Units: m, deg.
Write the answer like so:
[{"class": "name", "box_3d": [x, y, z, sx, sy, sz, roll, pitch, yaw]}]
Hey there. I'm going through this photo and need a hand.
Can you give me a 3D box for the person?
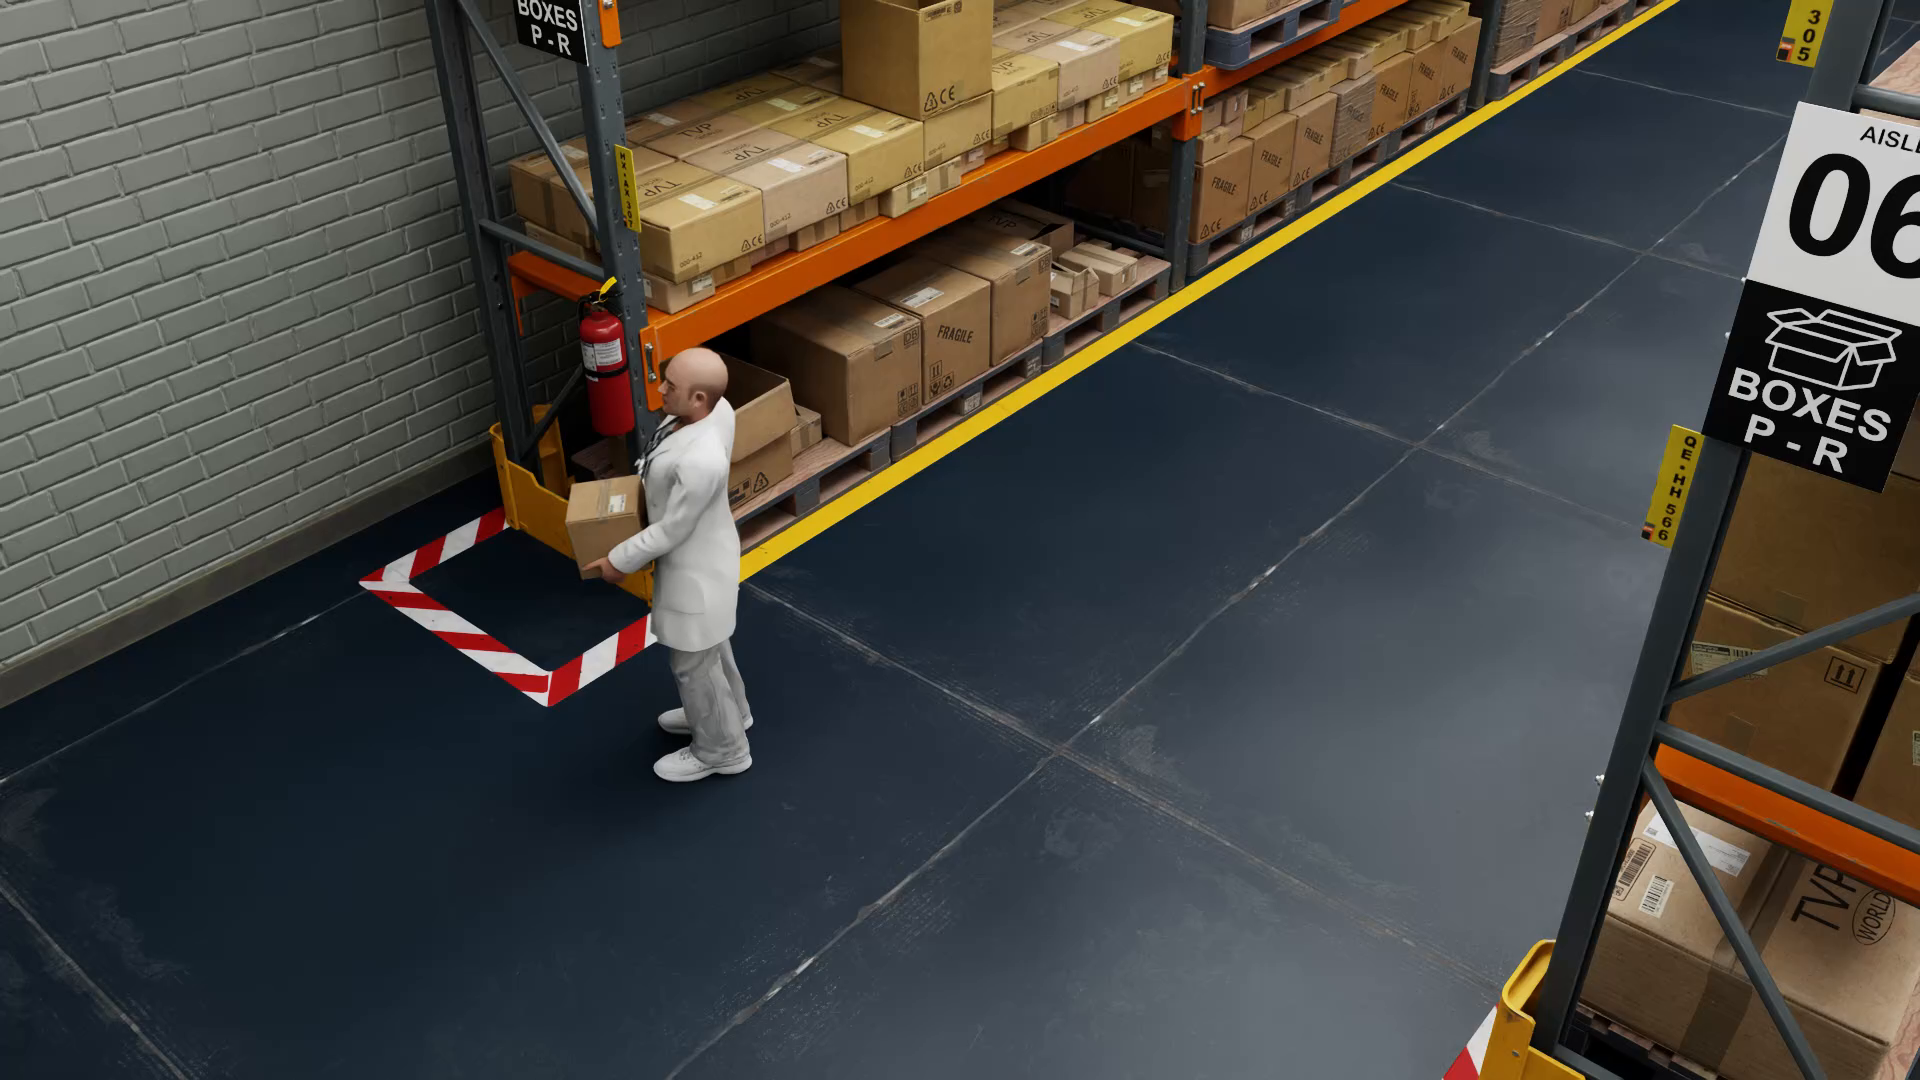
[{"class": "person", "box_3d": [-1.058, 0.100, 6.018, 0.563, 1.769, 0.531, -3, 35, -5]}]
